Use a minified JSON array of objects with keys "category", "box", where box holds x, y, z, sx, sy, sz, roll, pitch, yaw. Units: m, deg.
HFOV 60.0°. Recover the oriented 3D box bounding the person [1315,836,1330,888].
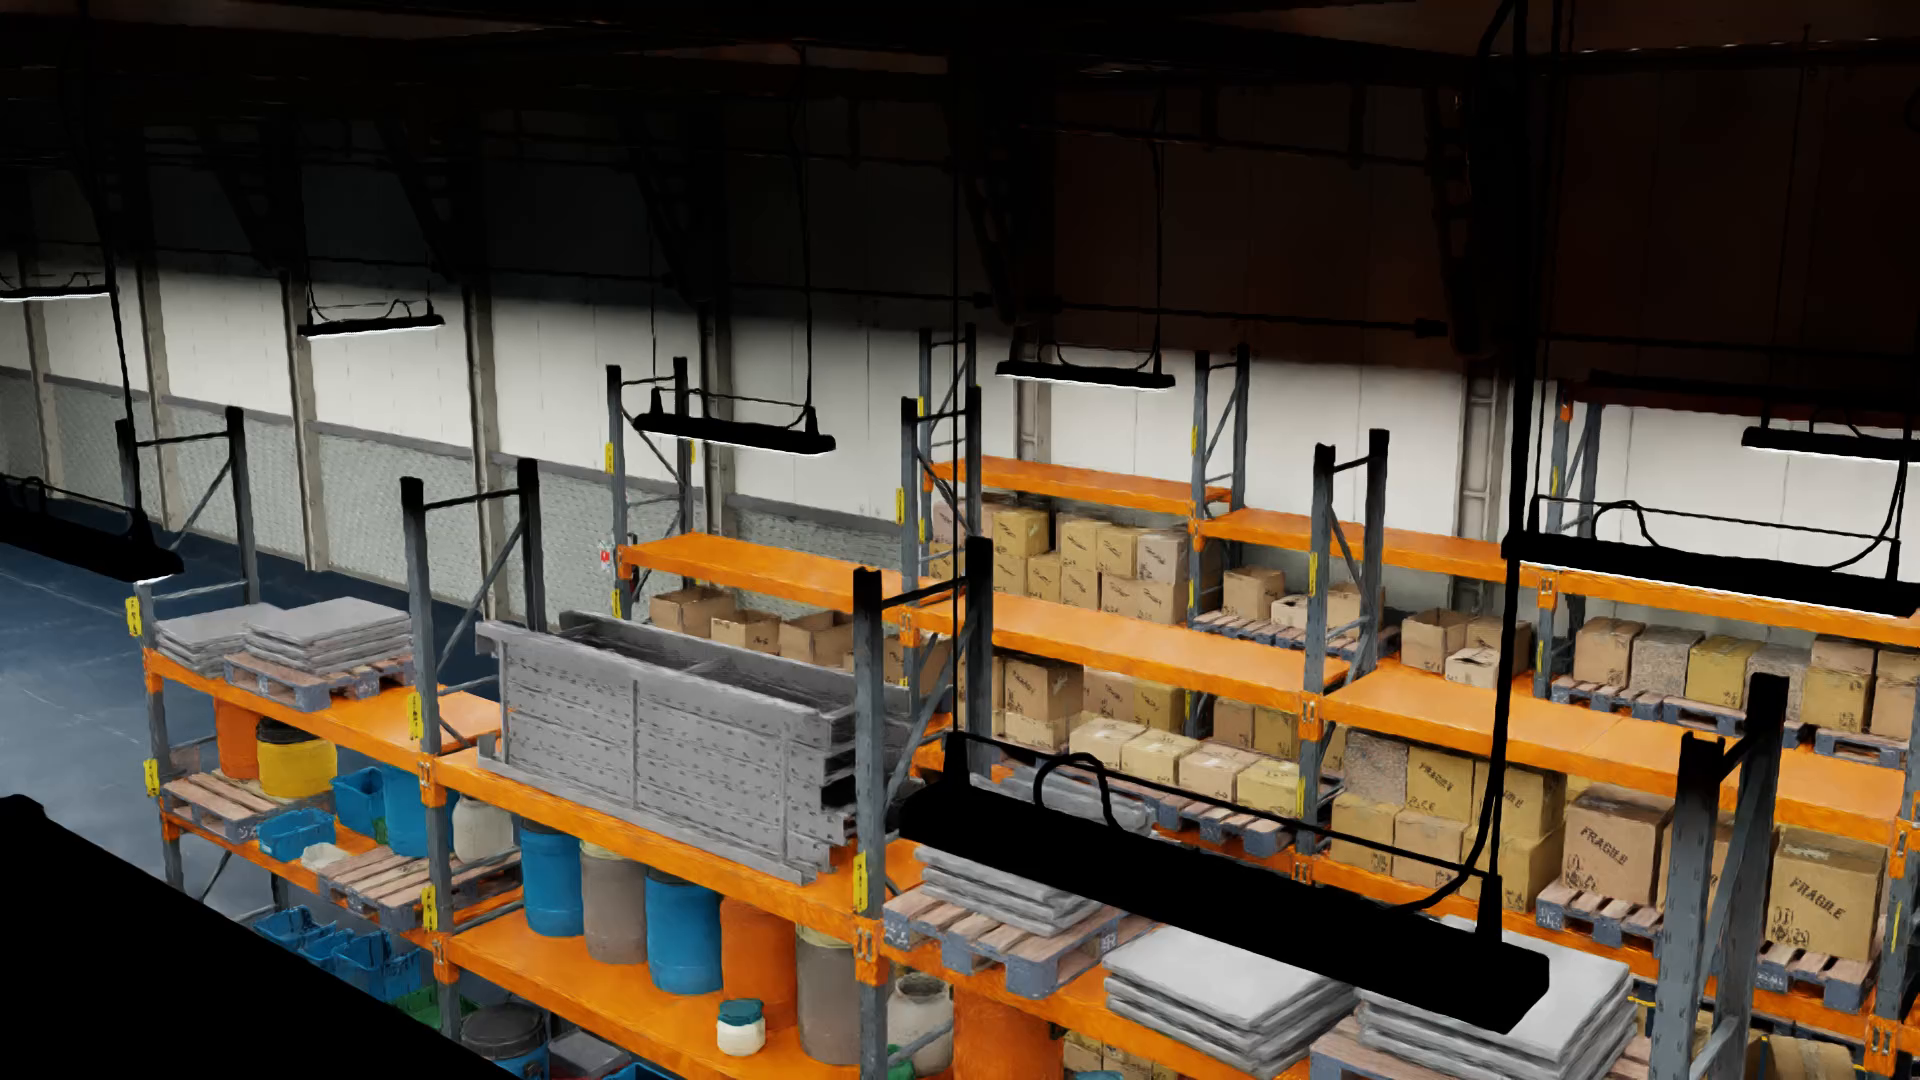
[{"category":"person","box":[3.582,3.658,16.268,1.029,1.673,0.555,10,16,37]}]
